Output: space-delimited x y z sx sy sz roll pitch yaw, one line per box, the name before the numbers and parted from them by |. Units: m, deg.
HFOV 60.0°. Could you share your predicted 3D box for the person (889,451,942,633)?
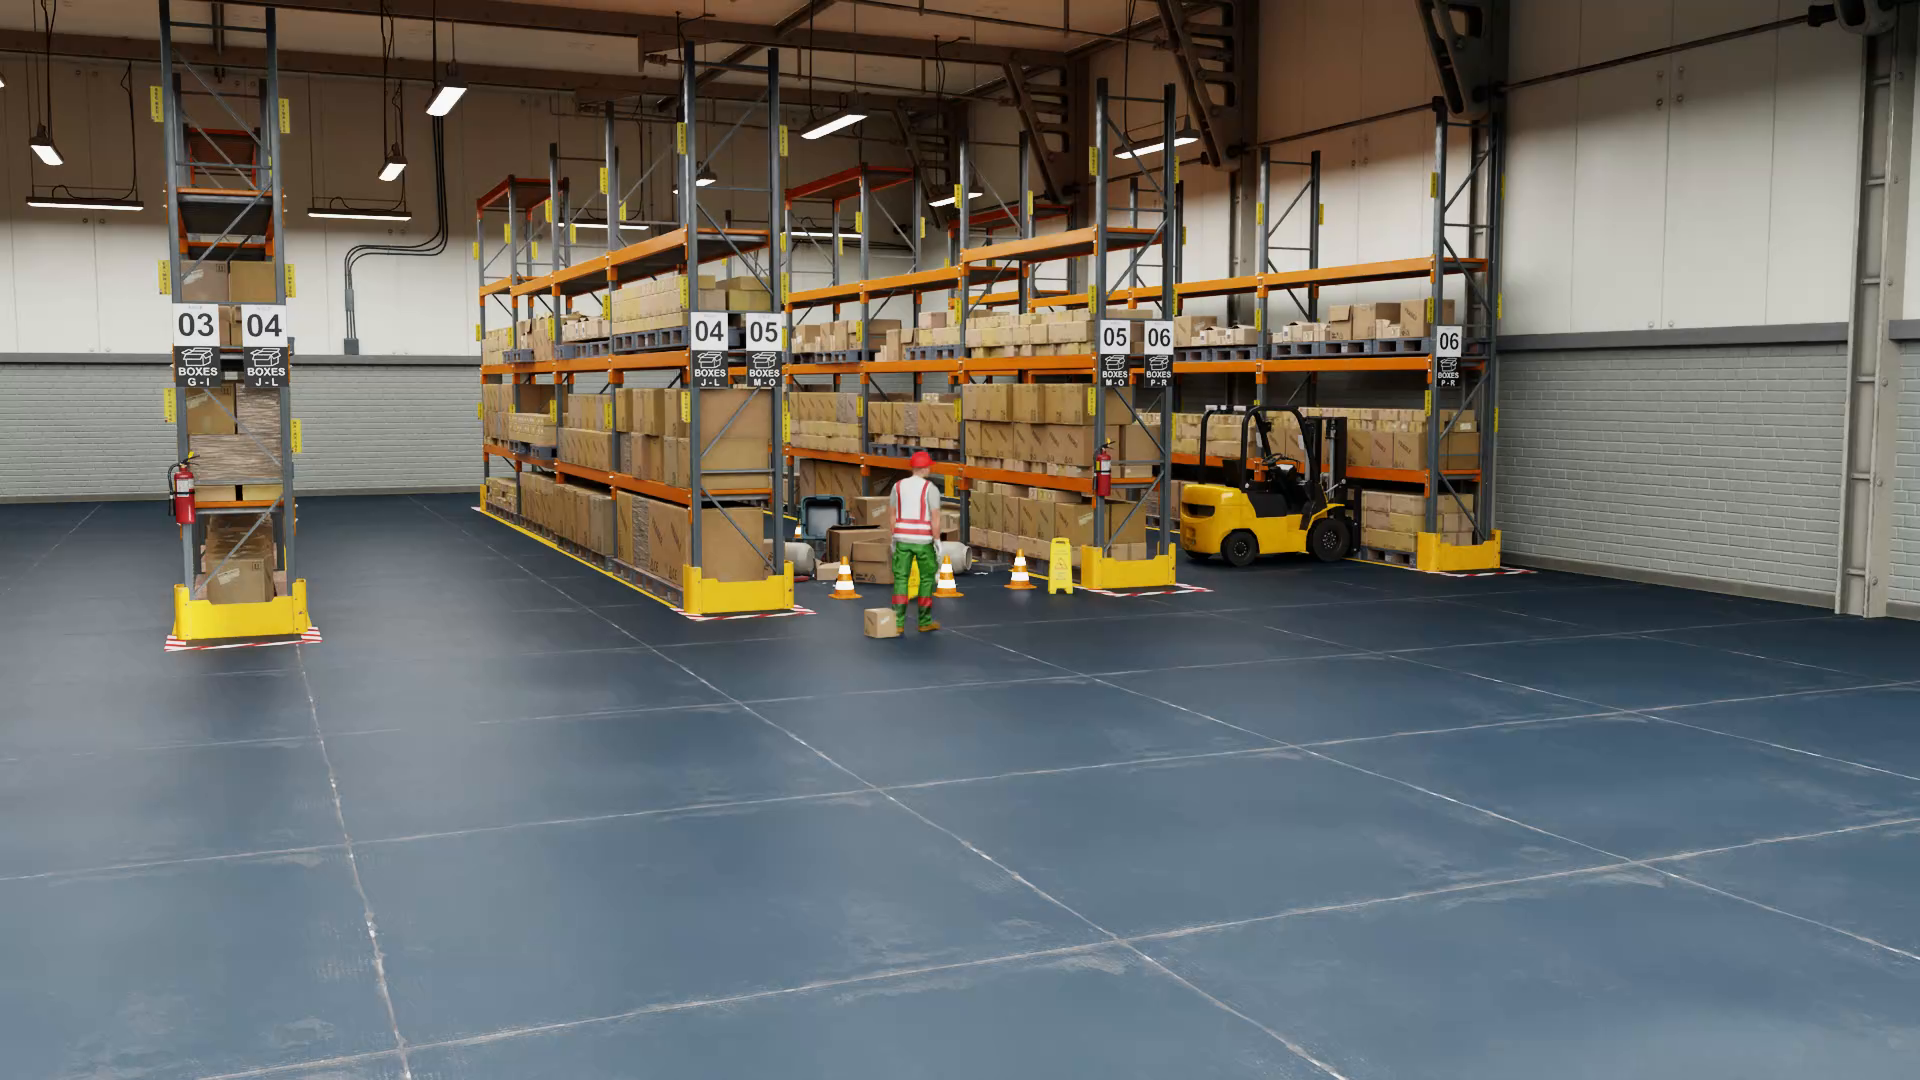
person | -0.432 0.025 16.332 0.570 1.788 0.618 2 6 18
